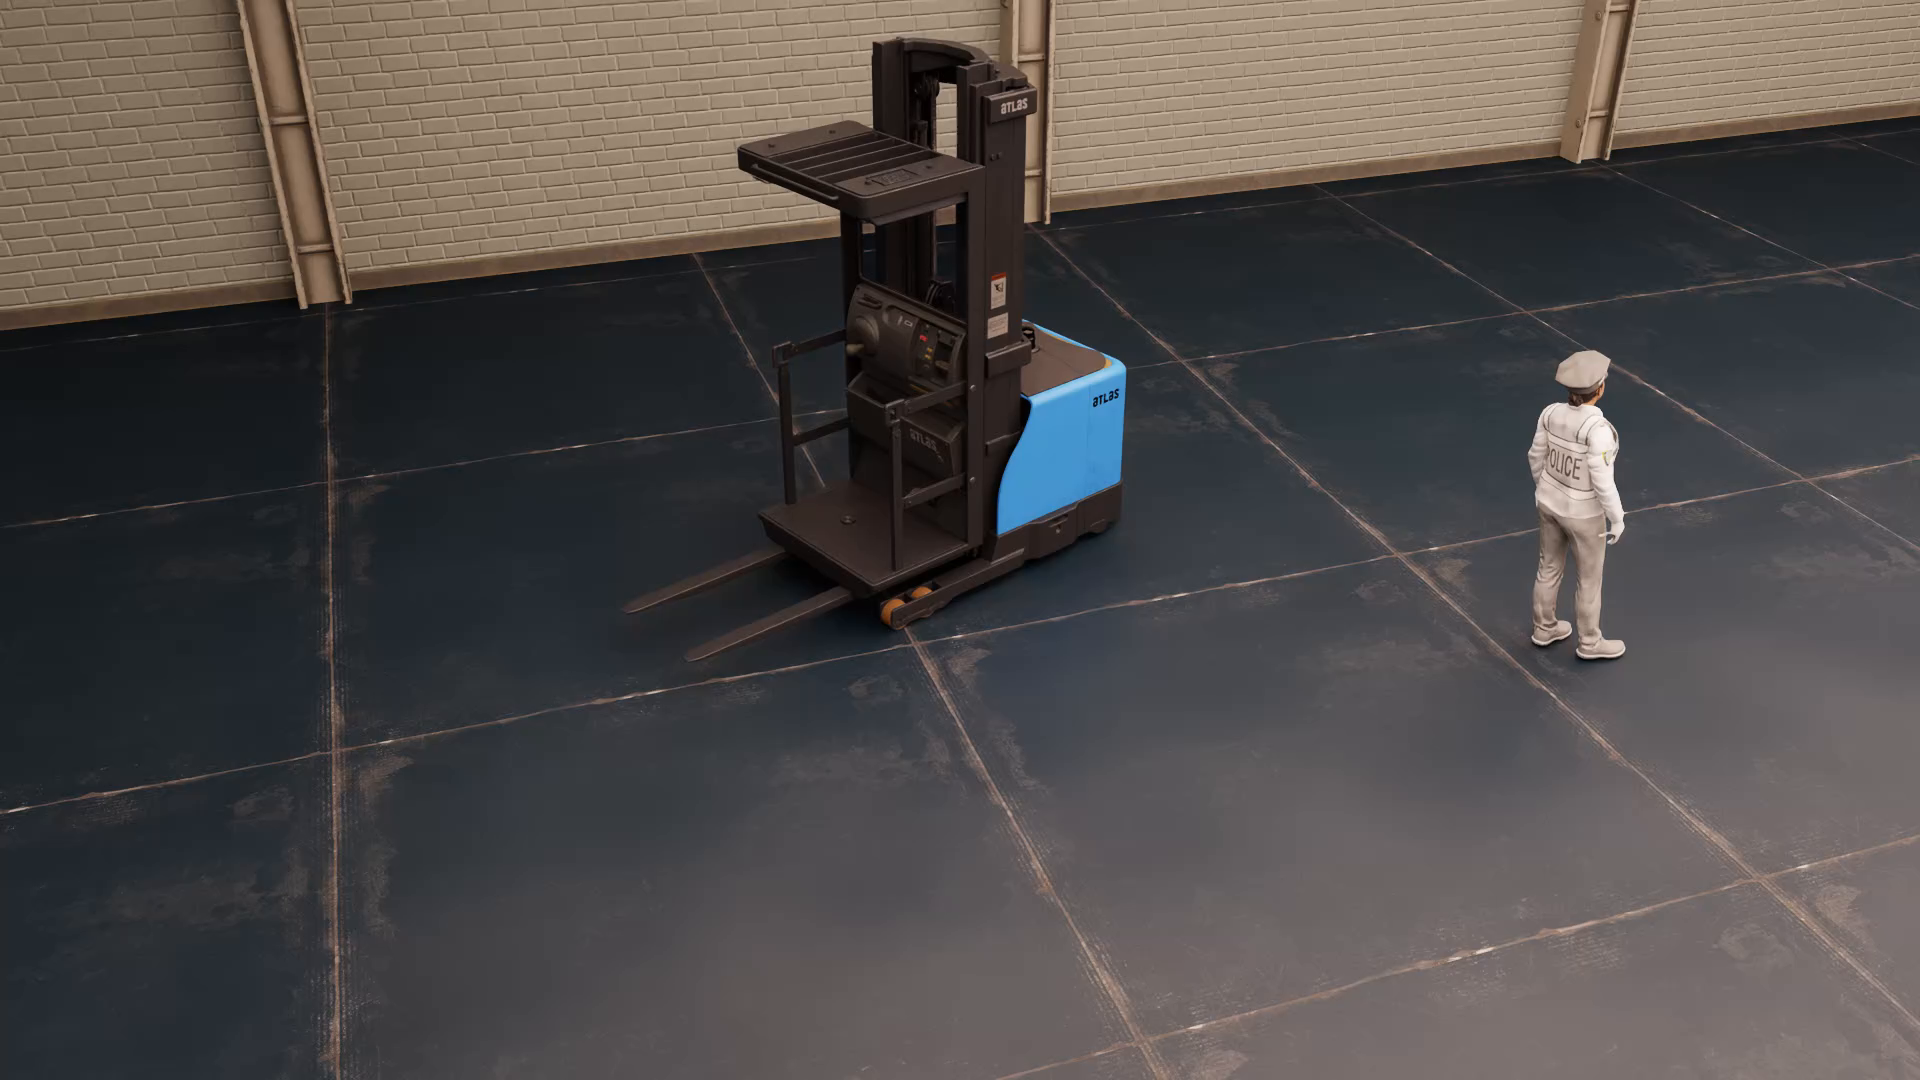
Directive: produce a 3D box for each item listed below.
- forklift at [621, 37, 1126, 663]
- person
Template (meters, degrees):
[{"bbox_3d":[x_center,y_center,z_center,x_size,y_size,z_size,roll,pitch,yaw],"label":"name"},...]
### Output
[{"bbox_3d":[-0.461,-1.072,8.951,3.031,2.935,1.130,-23,37,-34],"label":"forklift"},{"bbox_3d":[3.232,-0.189,8.641,0.529,1.694,0.588,-15,33,-24],"label":"person"}]
